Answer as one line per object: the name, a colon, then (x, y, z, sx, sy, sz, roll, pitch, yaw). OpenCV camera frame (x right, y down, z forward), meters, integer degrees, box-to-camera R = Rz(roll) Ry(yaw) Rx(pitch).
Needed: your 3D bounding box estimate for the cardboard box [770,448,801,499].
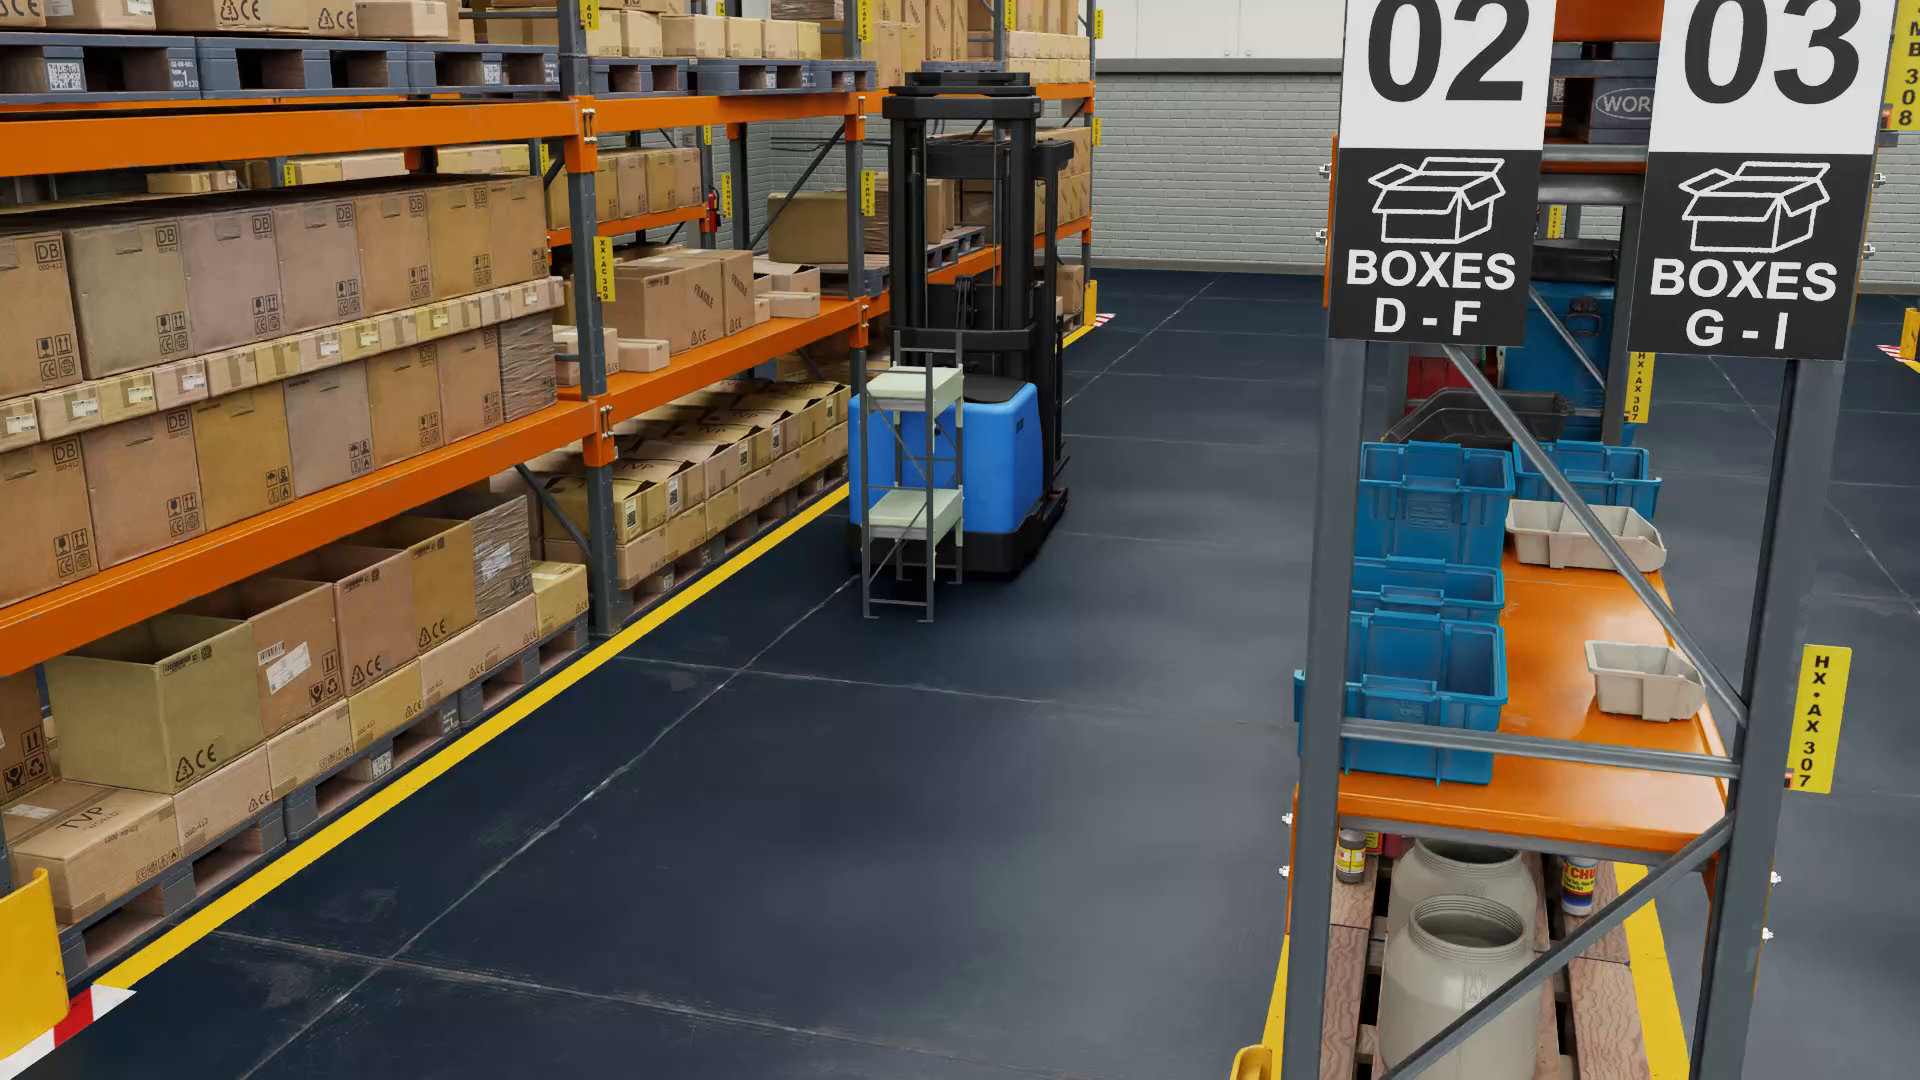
cardboard box: (-1.409, -0.468, 11.252, 0.500, 0.250, 0.500, 5, 17, 17)

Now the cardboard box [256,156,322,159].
cardboard box: (-5.924, -3.231, 14.583, 0.500, 0.250, 0.500, 4, 16, 14)

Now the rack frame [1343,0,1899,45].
rack frame: (1.270, -2.420, 2.870, 1.000, 3.000, 0.127, 5, 16, 16)

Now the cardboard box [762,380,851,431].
cardboard box: (-1.117, -1.005, 12.116, 0.500, 0.311, 0.500, 5, 17, 17)

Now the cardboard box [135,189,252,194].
cardboard box: (-6.079, -2.531, 13.266, 0.700, 0.500, 0.500, 3, 16, 9)

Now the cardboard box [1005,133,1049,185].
cardboard box: (0.629, -3.958, 17.272, 0.500, 0.500, 0.500, 4, 16, 14)

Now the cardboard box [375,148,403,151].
cardboard box: (-5.479, -3.634, 16.005, 0.500, 0.250, 0.500, 4, 16, 14)

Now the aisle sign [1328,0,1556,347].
aisle sign: (0.965, -0.789, 3.348, 0.394, 0.787, 0.004, 5, 16, 16)

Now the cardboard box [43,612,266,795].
cardboard box: (-2.972, 0.587, 6.157, 0.500, 0.500, 0.500, 5, 16, 16)

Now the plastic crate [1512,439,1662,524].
plastic crate: (2.353, -0.198, 6.303, 0.499, 0.251, 0.616, 5, 16, 16)

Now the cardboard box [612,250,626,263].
cardboard box: (-4.227, -3.392, 19.914, 0.380, 0.149, 0.250, 5, 17, 17)

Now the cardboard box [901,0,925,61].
cardboard box: (-0.658, -4.324, 13.945, 0.600, 0.600, 0.600, 4, 16, 14)

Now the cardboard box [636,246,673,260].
cardboard box: (-3.718, -3.494, 20.273, 0.380, 0.149, 0.250, 5, 17, 17)

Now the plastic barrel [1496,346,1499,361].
plastic barrel: (3.221, -1.184, 9.258, 0.433, 0.535, 0.433, 0, 16, 0)

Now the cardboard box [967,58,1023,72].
cardboard box: (0.308, -4.537, 16.107, 0.500, 0.250, 0.500, 5, 16, 16)

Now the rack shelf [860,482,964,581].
rack shelf: (-0.263, -0.060, 9.487, 0.431, 0.370, 0.720, 3, 16, 12)

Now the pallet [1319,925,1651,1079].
pallet: (1.483, 1.572, 4.900, 1.003, 0.211, 1.213, 5, 16, 16)

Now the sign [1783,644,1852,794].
sign: (1.796, 0.377, 3.496, 0.100, 0.325, 0.005, 5, 16, 16)

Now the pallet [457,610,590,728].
pallet: (-2.607, 0.581, 8.394, 1.003, 0.211, 1.213, 5, 16, 16)

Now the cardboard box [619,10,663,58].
cardboard box: (-2.003, -2.843, 9.362, 0.500, 0.250, 0.500, 3, 16, 10)

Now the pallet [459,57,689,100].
pallet: (-2.103, -2.548, 9.169, 0.805, 0.209, 1.217, 4, 16, 14)

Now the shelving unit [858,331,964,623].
shelving unit: (-0.263, -0.374, 9.398, 0.431, 1.500, 0.755, 3, 16, 12)

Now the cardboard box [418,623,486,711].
cardboard box: (-2.543, 0.556, 7.642, 0.500, 0.250, 0.500, 5, 16, 16)

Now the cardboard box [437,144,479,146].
cardboard box: (-5.199, -3.903, 16.953, 0.500, 0.250, 0.500, 5, 17, 18)

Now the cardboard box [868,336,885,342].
cardboard box: (-0.873, -1.557, 14.596, 0.500, 0.500, 0.500, 4, 16, 14)

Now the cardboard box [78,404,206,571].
cardboard box: (-3.188, -0.226, 5.945, 0.700, 0.500, 0.500, 5, 17, 17)

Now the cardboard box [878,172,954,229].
cardboard box: (-0.417, -3.202, 15.668, 0.700, 0.500, 0.500, -1, 16, -3)

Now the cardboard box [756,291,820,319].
cardboard box: (-1.195, -1.634, 11.554, 0.380, 0.149, 0.250, 5, 16, 16)

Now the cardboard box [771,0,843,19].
cardboard box: (-1.074, -4.098, 12.266, 0.500, 0.500, 0.500, 5, 16, 16)

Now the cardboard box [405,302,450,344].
cardboard box: (-2.504, -0.972, 7.386, 0.380, 0.149, 0.250, 5, 16, 16)

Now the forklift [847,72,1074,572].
forklift: (0.135, -1.576, 11.014, 1.130, 2.935, 3.031, 3, 16, 12)

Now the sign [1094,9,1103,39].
sign: (1.595, -5.926, 19.104, 0.100, 0.325, 0.005, 5, 16, 16)

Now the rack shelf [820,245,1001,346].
rack shelf: (-0.636, -2.189, 14.368, 1.077, 0.370, 4.000, 5, 16, 16)

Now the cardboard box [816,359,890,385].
cardboard box: (-0.801, -1.118, 13.048, 0.500, 0.500, 0.500, 5, 17, 18)

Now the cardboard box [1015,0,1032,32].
cardboard box: (0.312, -5.280, 16.437, 0.700, 0.500, 0.500, 5, 16, 16)

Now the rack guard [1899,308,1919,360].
rack guard: (10.573, -2.139, 17.456, 1.175, 0.500, 0.348, 5, 16, 16)

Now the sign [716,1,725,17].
sign: (-1.724, -3.746, 12.095, 0.100, 0.325, 0.005, 5, 16, 16)

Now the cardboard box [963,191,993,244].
cardboard box: (0.338, -3.219, 16.497, 0.500, 0.500, 0.500, 5, 17, 17)

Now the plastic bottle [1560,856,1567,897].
plastic bottle: (2.114, 1.124, 5.693, 0.097, 0.201, 0.097, 0, 16, 0)

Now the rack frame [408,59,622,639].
rack frame: (-2.341, -0.965, 8.736, 1.000, 3.000, 0.127, 5, 16, 16)

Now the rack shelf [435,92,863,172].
rack shelf: (-1.773, -2.586, 10.269, 1.077, 0.370, 4.000, 5, 16, 16)

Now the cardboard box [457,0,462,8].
cardboard box: (-5.194, -5.285, 16.104, 0.500, 0.250, 0.500, 6, 17, 20)

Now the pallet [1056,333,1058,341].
pallet: (0.473, -2.216, 18.257, 1.003, 0.211, 1.213, 5, 16, 16)

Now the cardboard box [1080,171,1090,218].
cardboard box: (1.203, -4.015, 19.303, 0.500, 0.500, 0.500, 5, 17, 18)

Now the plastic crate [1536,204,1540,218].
plastic crate: (5.175, -2.947, 15.495, 0.402, 0.464, 0.583, 5, 16, 16)

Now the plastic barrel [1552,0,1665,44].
plastic barrel: (1.286, -1.522, 3.646, 0.600, 0.830, 0.708, 5, 16, 16)

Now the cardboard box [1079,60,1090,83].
cardboard box: (1.176, -5.321, 18.869, 0.500, 0.250, 0.500, 5, 16, 16)

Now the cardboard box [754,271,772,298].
cardboard box: (-1.644, -1.750, 11.665, 0.500, 0.311, 0.500, 4, 16, 15)

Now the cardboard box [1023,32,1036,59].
cardboard box: (0.449, -4.909, 16.500, 0.500, 0.250, 0.500, 5, 16, 16)

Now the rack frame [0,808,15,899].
rack frame: (-3.478, 0.081, 5.046, 1.000, 3.000, 0.127, 5, 16, 16)

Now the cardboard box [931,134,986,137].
cardboard box: (-0.029, -3.874, 16.975, 0.500, 0.500, 0.500, 4, 16, 15)

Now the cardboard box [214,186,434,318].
cardboard box: (-2.747, -1.258, 7.206, 0.700, 0.500, 0.500, 5, 16, 16)

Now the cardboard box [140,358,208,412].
cardboard box: (-2.941, -0.565, 5.953, 0.380, 0.149, 0.250, 4, 16, 15)

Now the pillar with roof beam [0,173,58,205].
pillar with roof beam: (-3.026, -4.674, 10.818, 9.100, 9.000, 0.400, 5, 16, 16)

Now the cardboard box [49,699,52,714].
cardboard box: (-3.341, 0.415, 6.764, 0.500, 0.500, 0.500, 5, 16, 16)

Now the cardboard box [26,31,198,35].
cardboard box: (-3.245, -2.056, 6.220, 0.500, 0.311, 0.500, 7, 17, 22)

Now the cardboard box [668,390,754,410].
cardboard box: (-1.776, -0.908, 11.777, 0.500, 0.311, 0.500, 4, 16, 14)

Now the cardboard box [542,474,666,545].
cardboard box: (-1.985, -0.203, 9.290, 0.500, 0.311, 0.500, 5, 16, 16)
